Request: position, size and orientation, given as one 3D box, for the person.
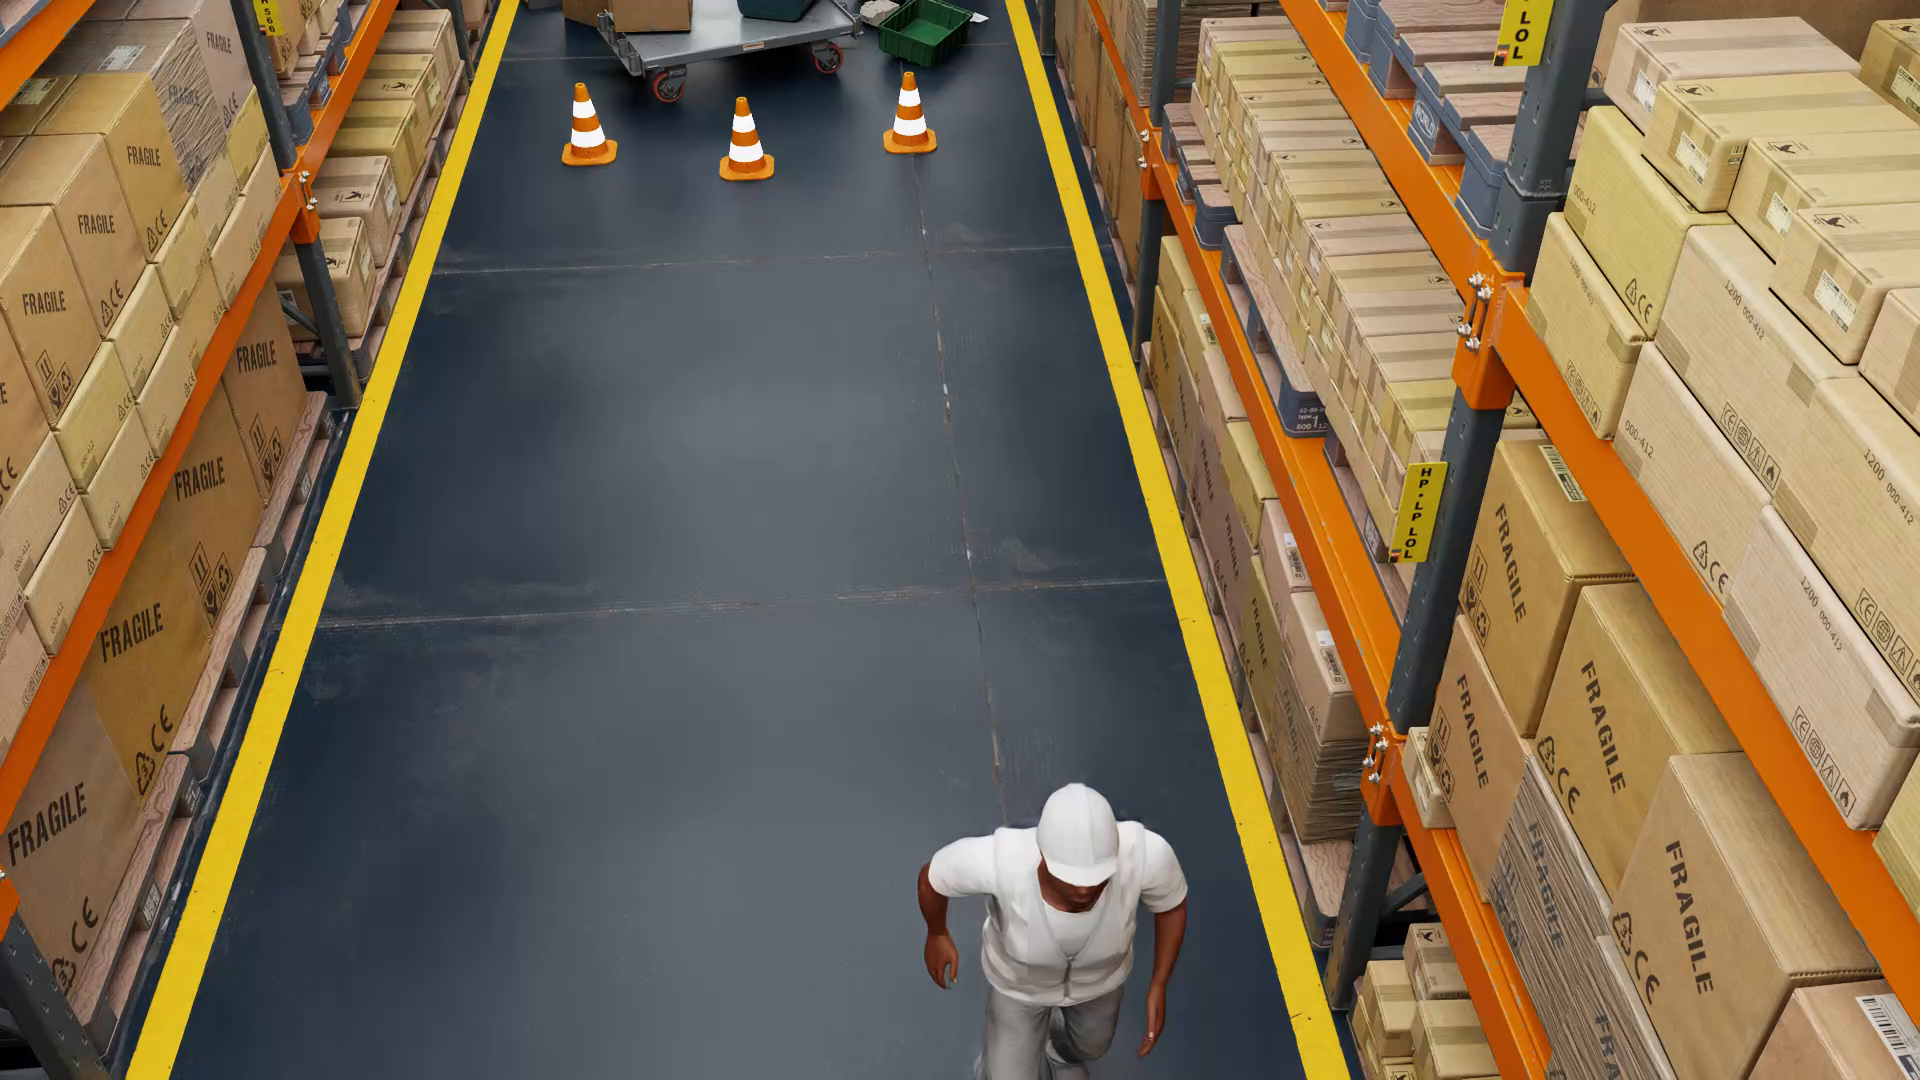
[{"bbox_3d":[0.258,1.206,4.701,0.726,1.687,0.670,-6,39,-7],"label":"person"}]
